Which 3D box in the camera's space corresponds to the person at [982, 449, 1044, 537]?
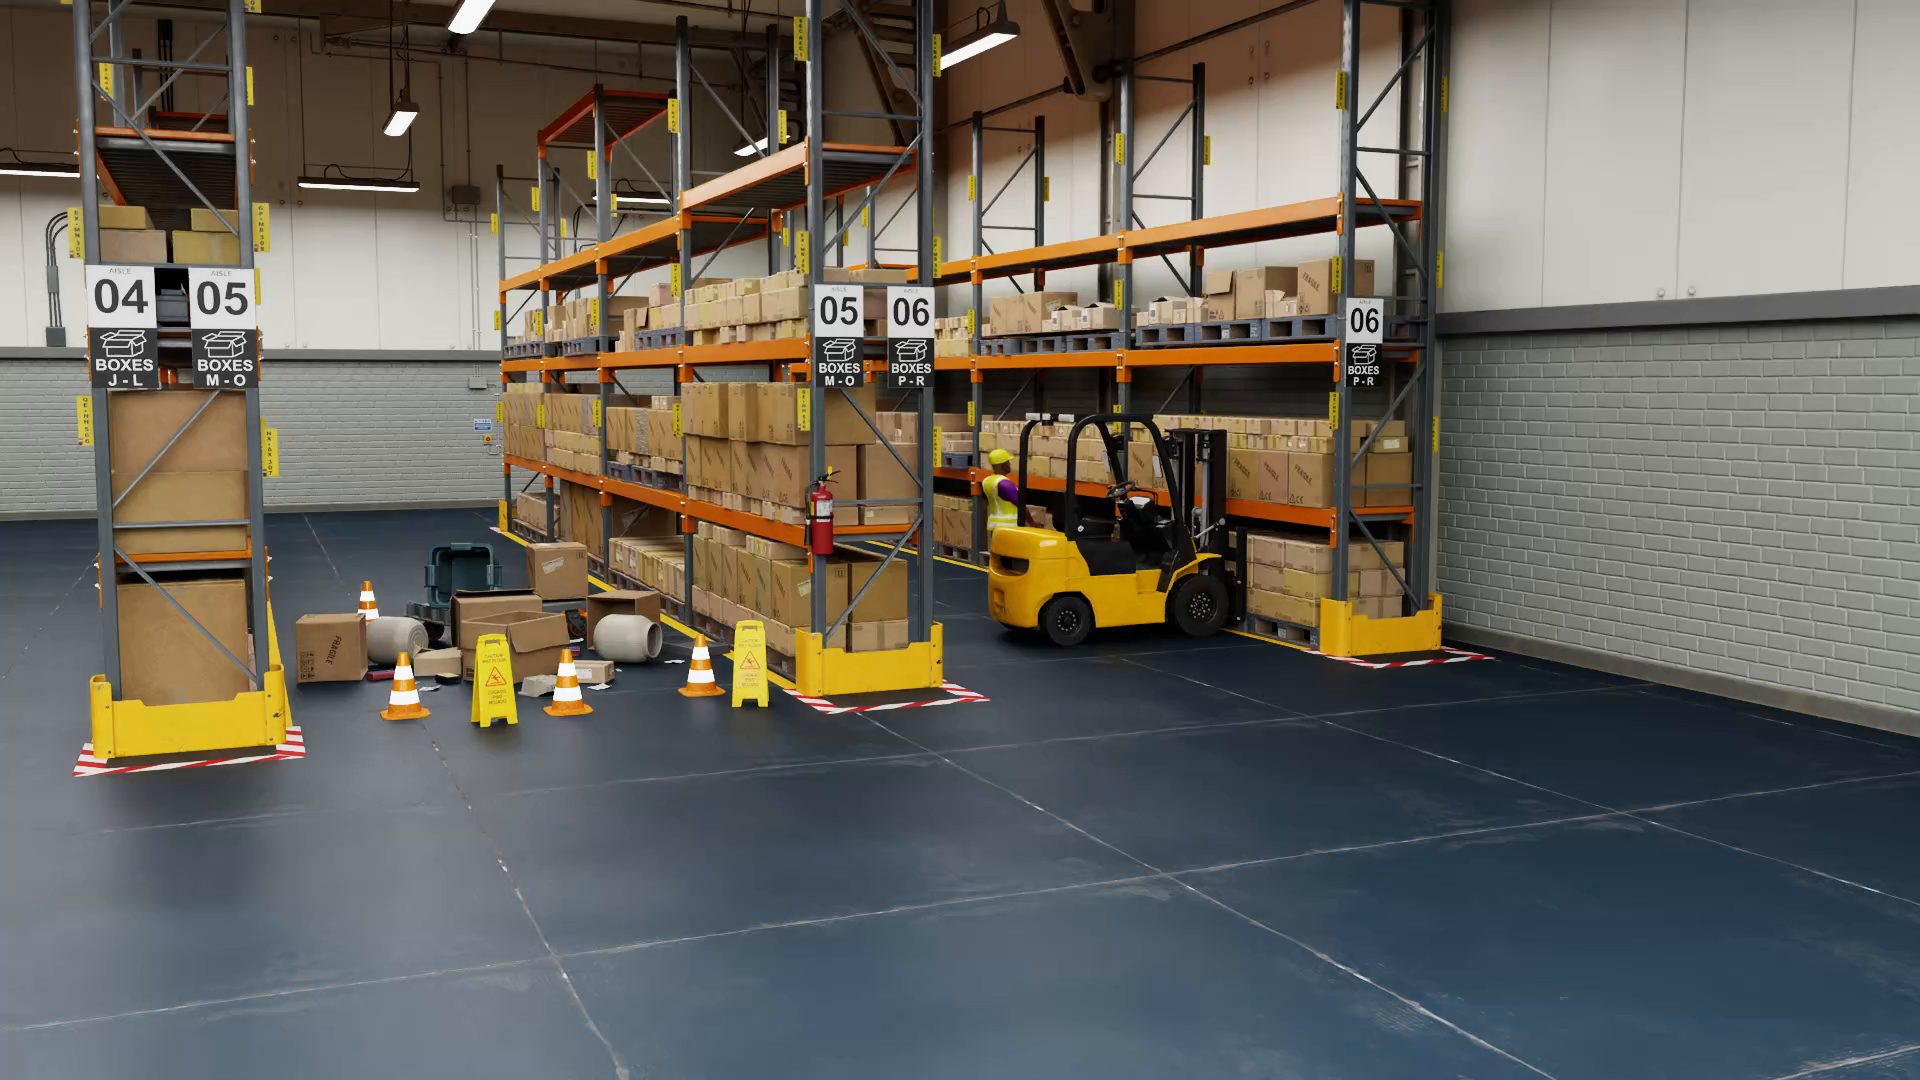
[{"bbox_3d":[0.562,-0.083,17.562,0.587,1.761,0.503,-2,6,-23],"label":"person"}]
